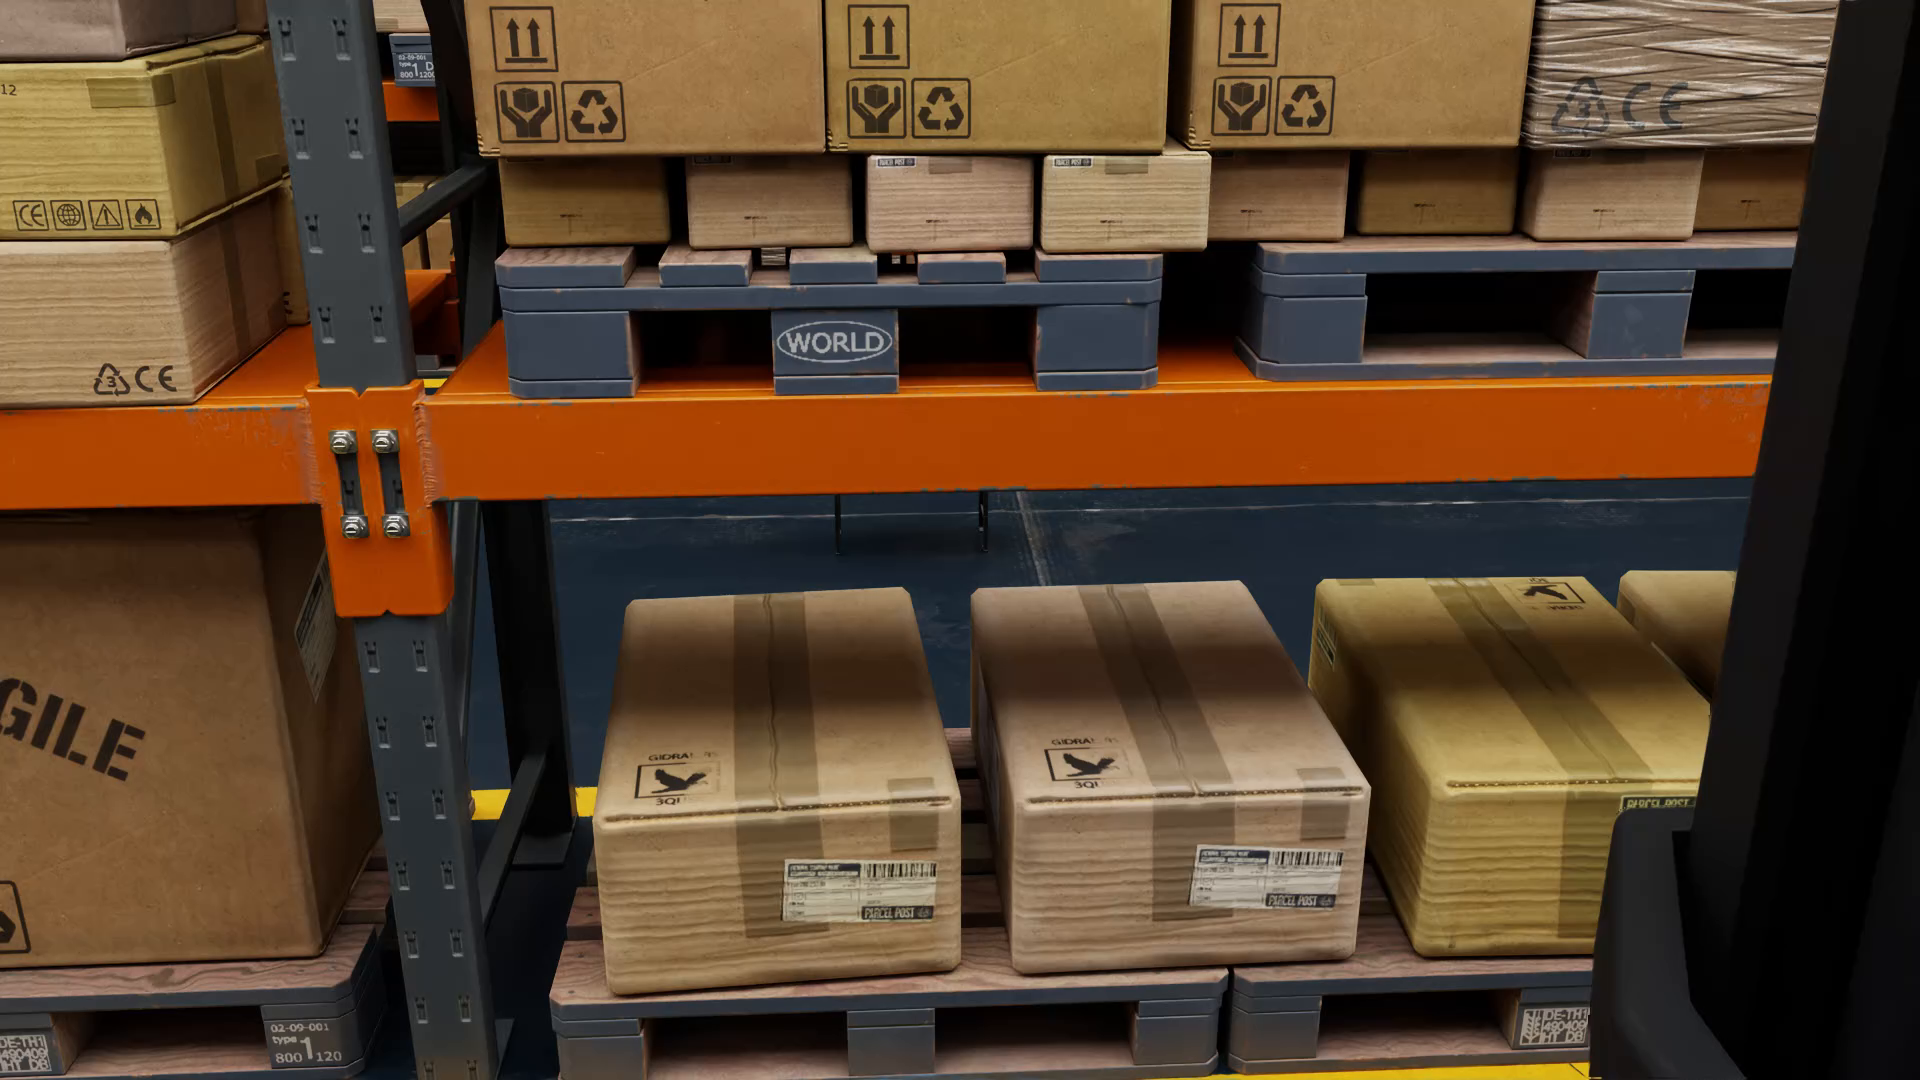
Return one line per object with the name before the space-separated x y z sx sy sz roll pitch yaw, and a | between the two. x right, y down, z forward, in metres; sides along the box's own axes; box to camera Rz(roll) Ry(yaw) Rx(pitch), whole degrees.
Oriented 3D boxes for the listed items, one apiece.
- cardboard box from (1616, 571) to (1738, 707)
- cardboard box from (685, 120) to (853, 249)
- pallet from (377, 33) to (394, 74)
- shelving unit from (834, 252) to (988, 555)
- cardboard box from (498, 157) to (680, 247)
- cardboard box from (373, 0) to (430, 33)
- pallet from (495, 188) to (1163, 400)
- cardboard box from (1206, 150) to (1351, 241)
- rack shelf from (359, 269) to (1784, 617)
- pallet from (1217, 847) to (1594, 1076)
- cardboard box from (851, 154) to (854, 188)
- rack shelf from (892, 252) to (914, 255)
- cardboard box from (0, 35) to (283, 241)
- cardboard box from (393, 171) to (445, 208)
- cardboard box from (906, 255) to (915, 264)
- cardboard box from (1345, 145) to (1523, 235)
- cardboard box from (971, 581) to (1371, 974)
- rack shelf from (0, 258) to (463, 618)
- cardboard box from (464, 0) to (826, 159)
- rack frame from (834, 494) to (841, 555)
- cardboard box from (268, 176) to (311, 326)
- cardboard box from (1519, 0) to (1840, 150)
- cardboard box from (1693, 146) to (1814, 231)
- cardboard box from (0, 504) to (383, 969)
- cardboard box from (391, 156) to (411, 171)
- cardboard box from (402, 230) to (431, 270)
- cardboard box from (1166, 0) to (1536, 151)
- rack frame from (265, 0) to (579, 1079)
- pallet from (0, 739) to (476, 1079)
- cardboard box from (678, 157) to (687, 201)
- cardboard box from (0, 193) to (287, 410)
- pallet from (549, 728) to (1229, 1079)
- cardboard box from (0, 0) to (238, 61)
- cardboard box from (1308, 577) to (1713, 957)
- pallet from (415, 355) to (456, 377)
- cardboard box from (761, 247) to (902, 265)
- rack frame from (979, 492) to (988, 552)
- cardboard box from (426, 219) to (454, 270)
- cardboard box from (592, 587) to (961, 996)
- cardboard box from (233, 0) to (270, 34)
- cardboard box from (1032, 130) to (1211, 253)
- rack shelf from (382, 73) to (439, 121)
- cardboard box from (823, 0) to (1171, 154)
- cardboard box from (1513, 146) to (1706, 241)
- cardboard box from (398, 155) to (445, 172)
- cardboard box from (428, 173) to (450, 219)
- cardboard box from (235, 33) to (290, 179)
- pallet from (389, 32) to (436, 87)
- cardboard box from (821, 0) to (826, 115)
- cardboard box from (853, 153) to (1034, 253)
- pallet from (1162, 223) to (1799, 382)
cardboard box | 1.822 0.407 3.438 0.625 0.372 0.950 0 21 0
cardboard box | -0.311 -0.584 2.702 0.250 0.149 0.380 -2 21 -6
pallet | -3.158 -2.203 7.461 1.213 0.211 1.003 -1 21 -3
shelving unit | -0.165 -0.557 5.399 0.503 1.200 0.258 -1 21 -3
cardboard box | -0.595 -0.590 2.718 0.250 0.149 0.380 -2 21 -6
cardboard box | -2.252 -2.324 7.129 0.500 0.250 0.500 -2 21 -6
pallet | -0.225 -0.533 3.075 1.003 0.211 1.213 -1 21 -3
cardboard box | 0.477 -0.604 2.754 0.250 0.149 0.380 0 21 0
rack shelf | 1.067 -0.275 3.139 4.000 0.370 1.077 -1 21 -3
pallet | 1.065 0.694 3.503 1.213 0.211 1.003 -1 21 -3
cardboard box | -0.104 -0.792 3.248 0.250 0.149 0.380 -1 21 -4
rack shelf | -0.165 -0.925 5.259 0.480 0.148 0.258 -1 21 -3
cardboard box | -1.399 -0.634 2.579 0.500 0.250 0.500 -1 21 -3
cardboard box | -2.498 -1.570 7.539 0.250 0.149 0.380 -1 21 -1
cardboard box | 0.058 -1.444 7.946 0.625 0.625 0.875 0 21 -1
cardboard box | 0.757 -0.623 2.806 0.250 0.149 0.380 0 21 -1
cardboard box | 0.371 0.435 3.364 0.625 0.372 0.950 -2 21 -4
rack shelf | -2.927 -0.194 2.925 4.000 0.370 1.077 -1 21 -3
cardboard box | -0.468 -0.880 2.567 0.500 0.500 0.500 -2 21 -5
rack frame | -0.409 -0.552 5.386 0.015 1.200 0.240 -1 21 -3
cardboard box | -1.433 -0.580 3.139 0.500 0.250 0.500 -2 21 -4
cardboard box | 1.082 -0.913 2.655 0.500 0.500 0.500 -2 21 -5
cardboard box | 1.277 -0.638 2.843 0.250 0.149 0.380 -2 21 -5
cardboard box | -1.624 0.211 3.248 0.875 0.875 0.875 -1 21 -4
cardboard box | -2.801 -1.741 7.988 0.250 0.149 0.380 -2 21 -4
cardboard box | -2.650 -1.259 7.635 0.500 0.500 0.500 0 21 -1
cardboard box | 0.582 -0.906 2.636 0.500 0.500 0.500 -1 21 -2
rack frame | -0.930 -0.571 2.904 0.127 3.000 1.000 -1 21 -3
pallet | -1.722 0.722 3.428 1.213 0.211 1.003 -1 21 -3
cardboard box | -0.616 -0.740 3.111 0.250 0.149 0.380 0 21 -1
cardboard box | -1.420 -0.398 2.661 0.500 0.250 0.500 -2 21 -5
pallet | -0.150 0.717 3.440 1.213 0.211 1.003 -1 21 -3
cardboard box | -1.431 -0.981 2.437 0.500 0.500 0.500 -2 21 -5
cardboard box | 1.128 0.422 3.400 0.625 0.372 0.950 0 21 -1
pallet | -1.965 -1.029 8.027 1.213 0.211 1.003 -1 21 -3
cardboard box | -0.594 -1.428 7.903 0.625 0.625 0.875 -1 21 -1
rack frame | 0.078 -0.562 5.412 0.015 1.200 0.240 -1 21 -3
cardboard box | -2.127 -1.270 7.665 0.500 0.500 0.500 -1 21 -4
cardboard box | -0.365 0.453 3.318 0.625 0.372 0.950 -3 21 -7
cardboard box | -1.436 -1.161 2.910 0.500 0.500 0.500 -2 21 -5
cardboard box | 0.241 -0.571 2.669 0.250 0.149 0.380 -1 21 -3
rack shelf | -3.214 -1.957 7.556 4.000 0.370 1.077 -1 21 -3
cardboard box | 0.052 -0.893 2.601 0.500 0.500 0.500 0 21 0
cardboard box | 1.021 -0.606 2.759 0.250 0.149 0.380 -1 21 -1
cardboard box | -2.543 -1.763 8.048 0.250 0.149 0.380 -2 21 -6
cardboard box | -2.232 -1.559 7.511 0.250 0.149 0.380 -2 21 -5
cardboard box | -1.450 -0.812 3.045 0.500 0.250 0.500 -1 21 -3
pallet | -1.890 -2.205 7.468 1.003 0.211 1.213 -1 21 -3
cardboard box | -0.492 -1.061 3.042 0.500 0.500 0.500 -2 21 -5
cardboard box | -0.035 -0.573 2.673 0.250 0.149 0.380 -3 21 -7
pallet | 1.044 -0.536 3.082 1.213 0.211 1.003 -1 21 -3
